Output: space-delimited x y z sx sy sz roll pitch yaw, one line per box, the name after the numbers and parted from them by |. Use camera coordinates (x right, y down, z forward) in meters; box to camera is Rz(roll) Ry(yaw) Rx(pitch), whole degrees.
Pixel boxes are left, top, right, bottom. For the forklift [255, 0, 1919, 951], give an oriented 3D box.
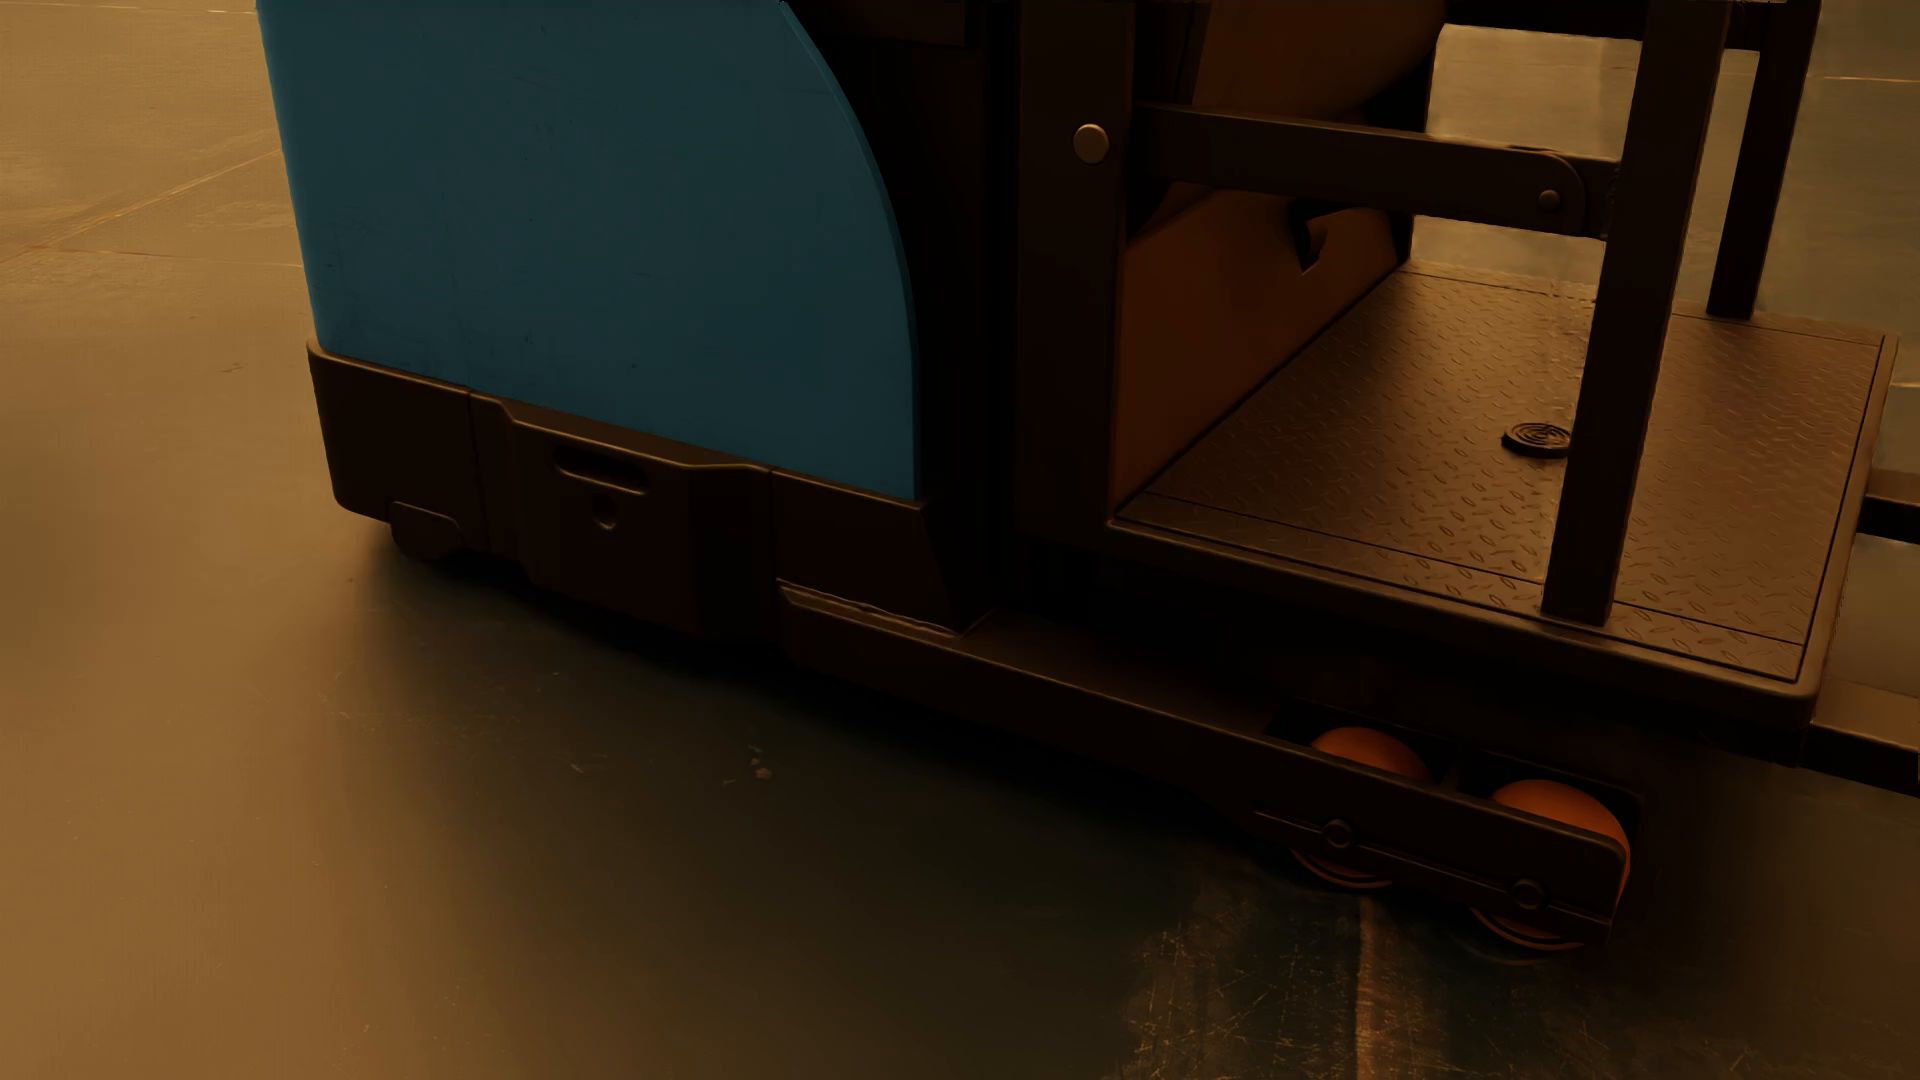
0.597 -1.170 1.564 3.031 2.935 1.130 15 30 27 | forklift
